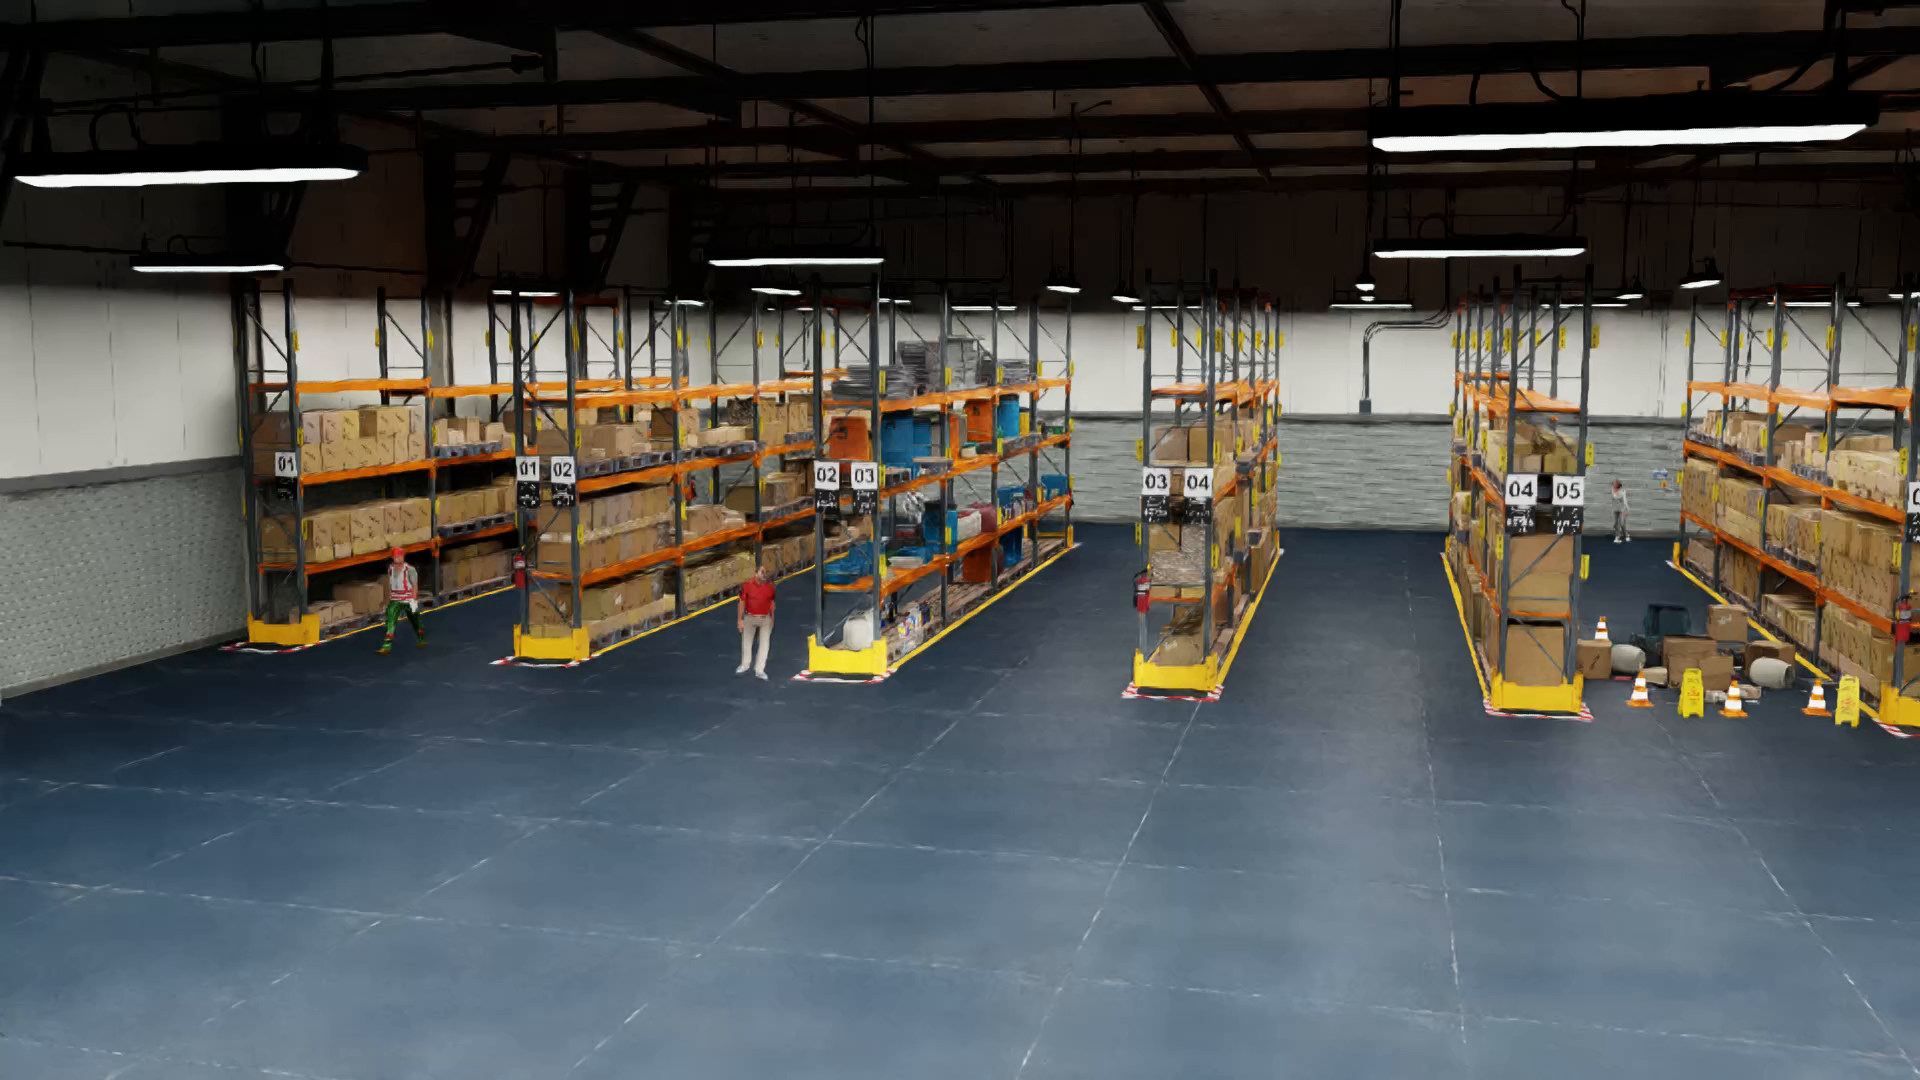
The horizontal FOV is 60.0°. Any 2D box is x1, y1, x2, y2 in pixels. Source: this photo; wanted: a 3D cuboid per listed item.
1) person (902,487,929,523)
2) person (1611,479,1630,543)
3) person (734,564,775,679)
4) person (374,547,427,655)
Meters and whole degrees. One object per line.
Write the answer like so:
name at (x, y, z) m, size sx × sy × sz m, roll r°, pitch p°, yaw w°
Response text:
person at (-1.080, -0.605, 40.205) m, size 0.622 × 1.607 × 0.752 m, roll 2°, pitch 7°, yaw 19°
person at (16.361, -0.716, 41.185) m, size 0.501 × 1.587 × 0.474 m, roll -5°, pitch 9°, yaw -37°
person at (-3.055, 1.194, 24.755) m, size 0.601 × 1.714 × 0.567 m, roll -3°, pitch 7°, yaw -21°
person at (-8.933, 0.955, 26.608) m, size 0.550 × 1.709 × 1.128 m, roll 1°, pitch 7°, yaw 12°
